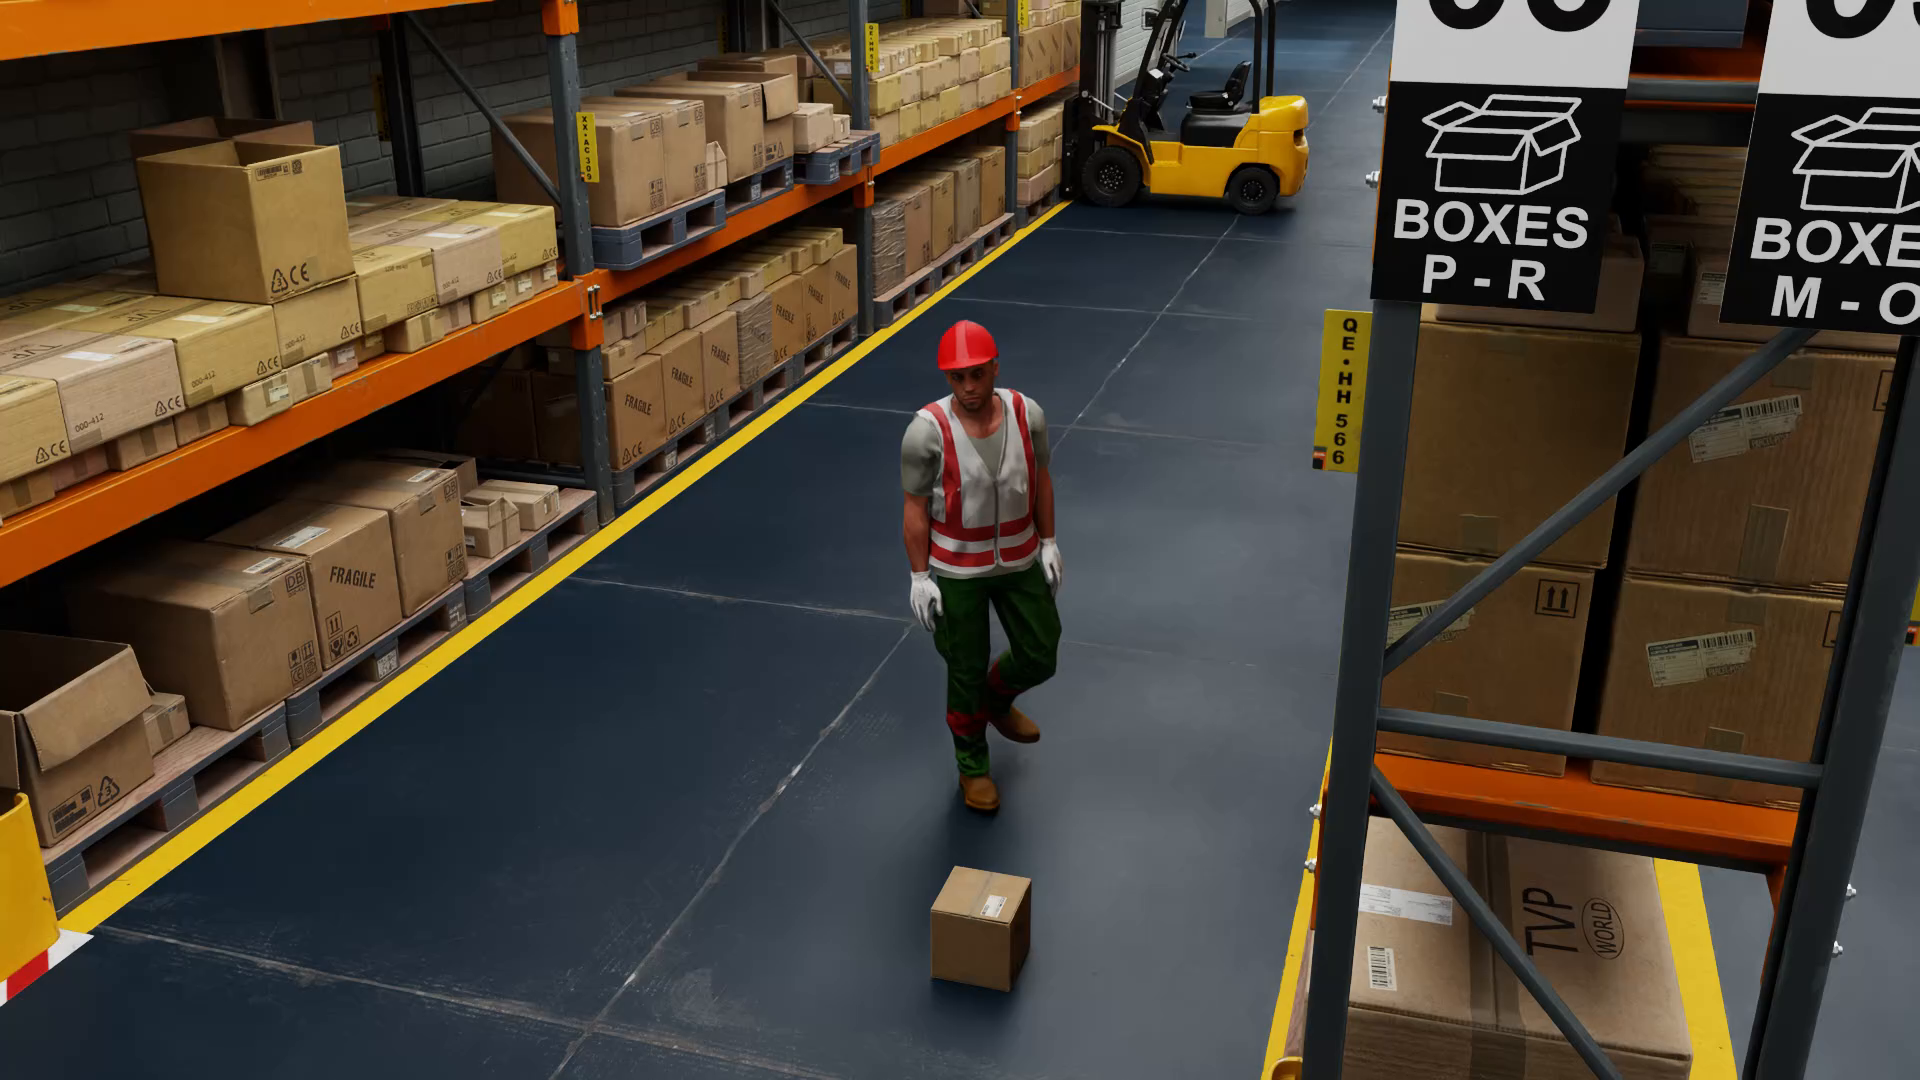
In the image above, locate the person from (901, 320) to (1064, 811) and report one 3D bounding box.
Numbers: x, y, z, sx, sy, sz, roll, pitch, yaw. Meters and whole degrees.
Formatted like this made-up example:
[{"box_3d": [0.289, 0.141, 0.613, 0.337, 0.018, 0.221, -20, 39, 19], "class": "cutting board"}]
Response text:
[{"box_3d": [0.056, 0.069, 5.857, 0.587, 1.787, 0.538, -8, 23, -20], "class": "person"}]
